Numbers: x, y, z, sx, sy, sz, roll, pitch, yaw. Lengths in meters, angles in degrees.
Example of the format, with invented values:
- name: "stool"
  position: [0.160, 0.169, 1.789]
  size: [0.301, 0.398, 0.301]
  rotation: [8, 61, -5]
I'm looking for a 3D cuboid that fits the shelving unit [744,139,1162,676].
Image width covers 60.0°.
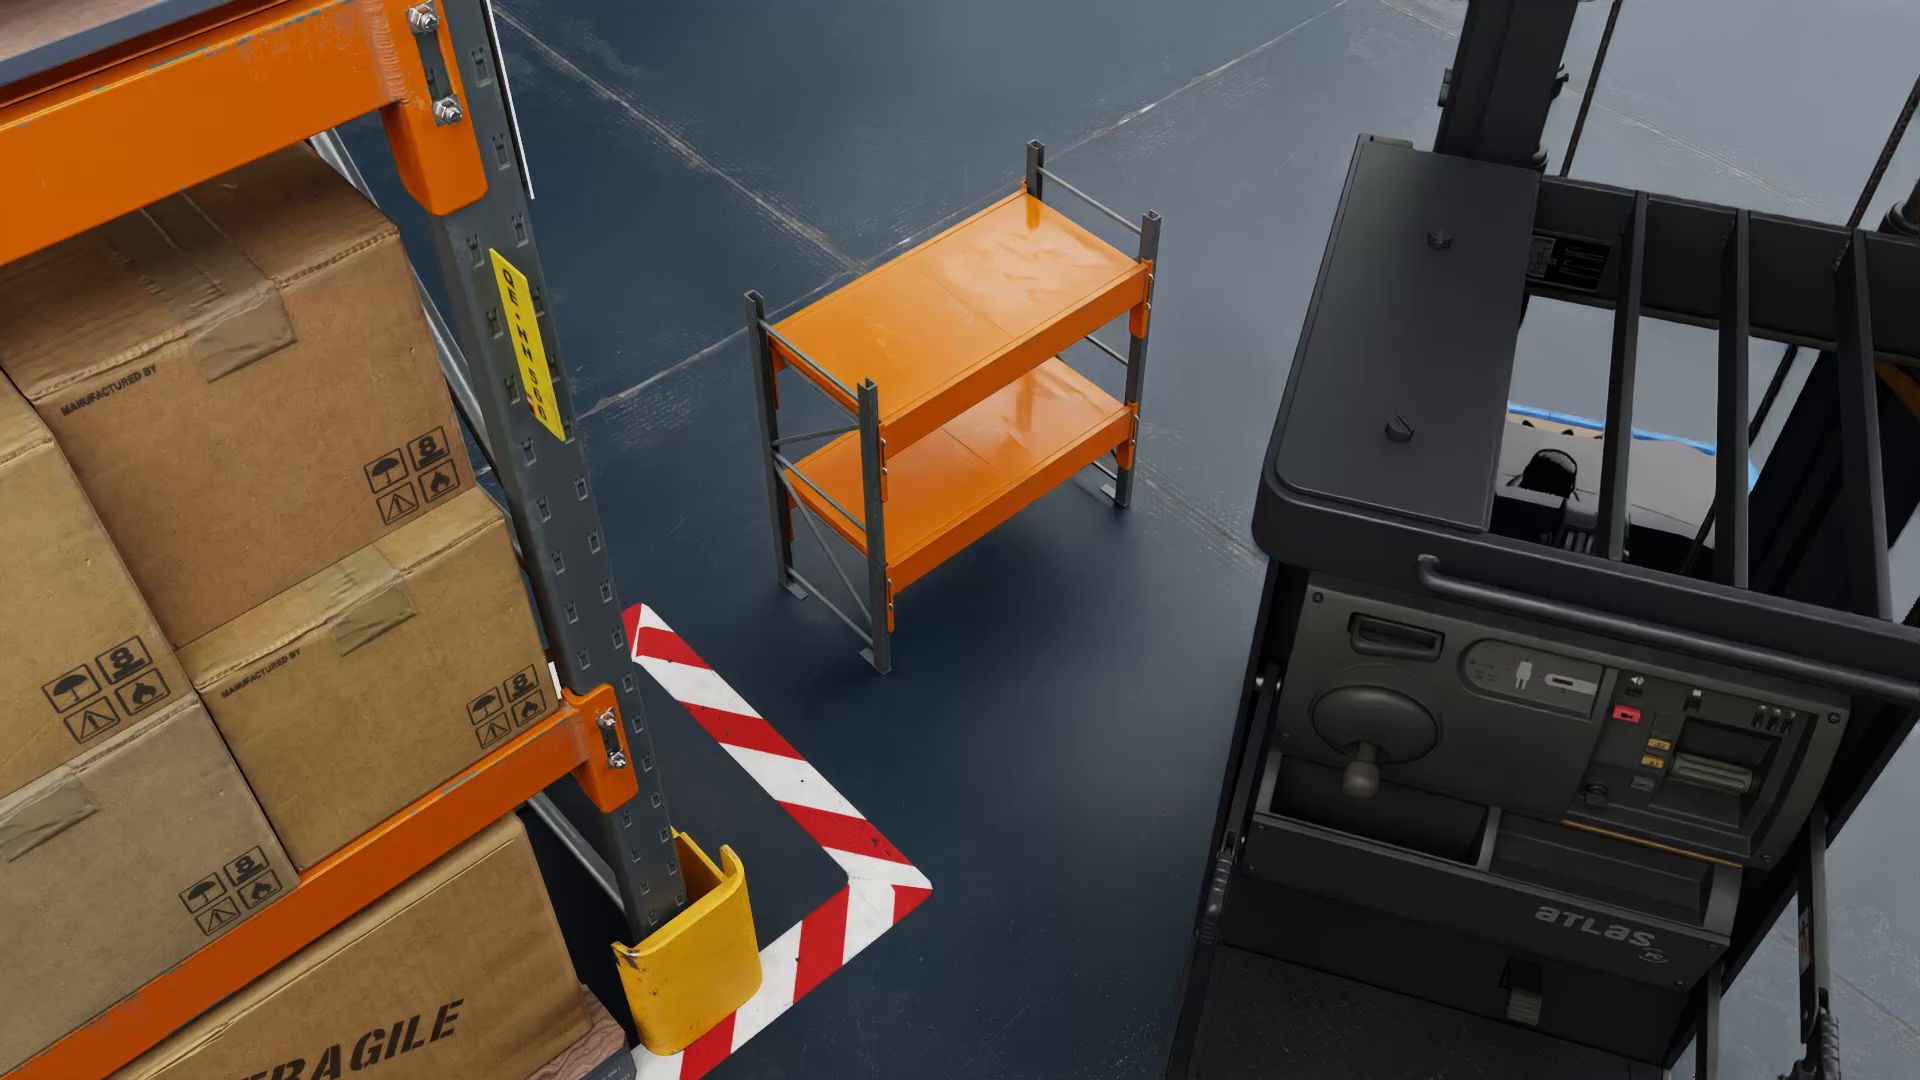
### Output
- name: "shelving unit"
  position: [-0.005, -0.378, 4.834]
  size: [1.048, 1.125, 0.538]
  rotation: [-34, 56, -27]

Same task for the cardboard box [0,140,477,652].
- name: "cardboard box"
  position: [-1.313, -0.376, 2.719]
  size: [0.550, 0.550, 0.875]
  rotation: [-34, 56, -27]

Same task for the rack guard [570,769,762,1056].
- name: "rack guard"
  position: [-0.995, 0.715, 4.250]
  size: [0.348, 0.500, 1.175]
  rotation: [-34, 56, -27]

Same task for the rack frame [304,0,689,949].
- name: "rack frame"
  position: [-1.013, -0.121, 3.321]
  size: [0.127, 3.000, 1.000]
  rotation: [-34, 56, -27]

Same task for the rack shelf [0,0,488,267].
- name: "rack shelf"
  position: [-2.492, 0.095, 1.570]
  size: [4.000, 0.370, 1.077]
  rotation: [-34, 56, -27]

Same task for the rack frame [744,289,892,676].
- name: "rack frame"
  position: [-0.381, -0.127, 4.602]
  size: [0.032, 1.125, 0.500]
  rotation: [-34, 56, -27]

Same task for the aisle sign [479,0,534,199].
- name: "aisle sign"
  position: [-0.758, -0.875, 2.247]
  size: [0.004, 0.787, 0.394]
  rotation: [-34, 56, -27]

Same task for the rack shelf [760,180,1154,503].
- name: "rack shelf"
  position: [-0.005, -0.577, 4.618]
  size: [1.000, 0.278, 0.538]
  rotation: [-34, 56, -27]

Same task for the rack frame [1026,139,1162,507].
- name: "rack frame"
  position: [0.371, -0.629, 5.065]
  size: [0.032, 1.125, 0.500]
  rotation: [-34, 56, -27]

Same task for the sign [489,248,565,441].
- name: "sign"
  position: [-0.658, -0.292, 2.530]
  size: [0.005, 0.325, 0.100]
  rotation: [-34, 56, -27]

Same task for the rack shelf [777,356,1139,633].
- name: "rack shelf"
  position: [-0.005, -0.212, 5.013]
  size: [1.000, 0.278, 0.538]
  rotation: [-34, 56, -27]

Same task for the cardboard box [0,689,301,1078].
- name: "cardboard box"
  position: [-1.649, 0.320, 2.812]
  size: [0.550, 0.550, 0.875]
  rotation: [-34, 56, -27]

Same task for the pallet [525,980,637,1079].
- name: "pallet"
  position: [-1.552, 1.262, 3.942]
  size: [1.213, 0.211, 1.003]
  rotation: [-34, 56, -27]

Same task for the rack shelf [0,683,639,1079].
- name: "rack shelf"
  position: [-2.492, 1.112, 2.673]
  size: [4.000, 0.370, 1.077]
  rotation: [-34, 56, -27]

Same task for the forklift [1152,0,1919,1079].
- name: "forklift"
  position: [0.998, 0.441, 2.849]
  size: [1.130, 2.935, 3.031]
  rotation: [13, 49, 12]

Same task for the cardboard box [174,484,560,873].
- name: "cardboard box"
  position: [-1.257, 0.036, 3.074]
  size: [0.550, 0.550, 0.875]
  rotation: [-34, 56, -27]

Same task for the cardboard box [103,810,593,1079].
- name: "cardboard box"
  position: [-1.470, 0.828, 3.605]
  size: [0.875, 0.875, 0.875]
  rotation: [-33, 56, -27]

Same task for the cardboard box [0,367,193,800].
- name: "cardboard box"
  position: [-1.658, -0.054, 2.422]
  size: [0.550, 0.550, 0.875]
  rotation: [-34, 56, -27]
